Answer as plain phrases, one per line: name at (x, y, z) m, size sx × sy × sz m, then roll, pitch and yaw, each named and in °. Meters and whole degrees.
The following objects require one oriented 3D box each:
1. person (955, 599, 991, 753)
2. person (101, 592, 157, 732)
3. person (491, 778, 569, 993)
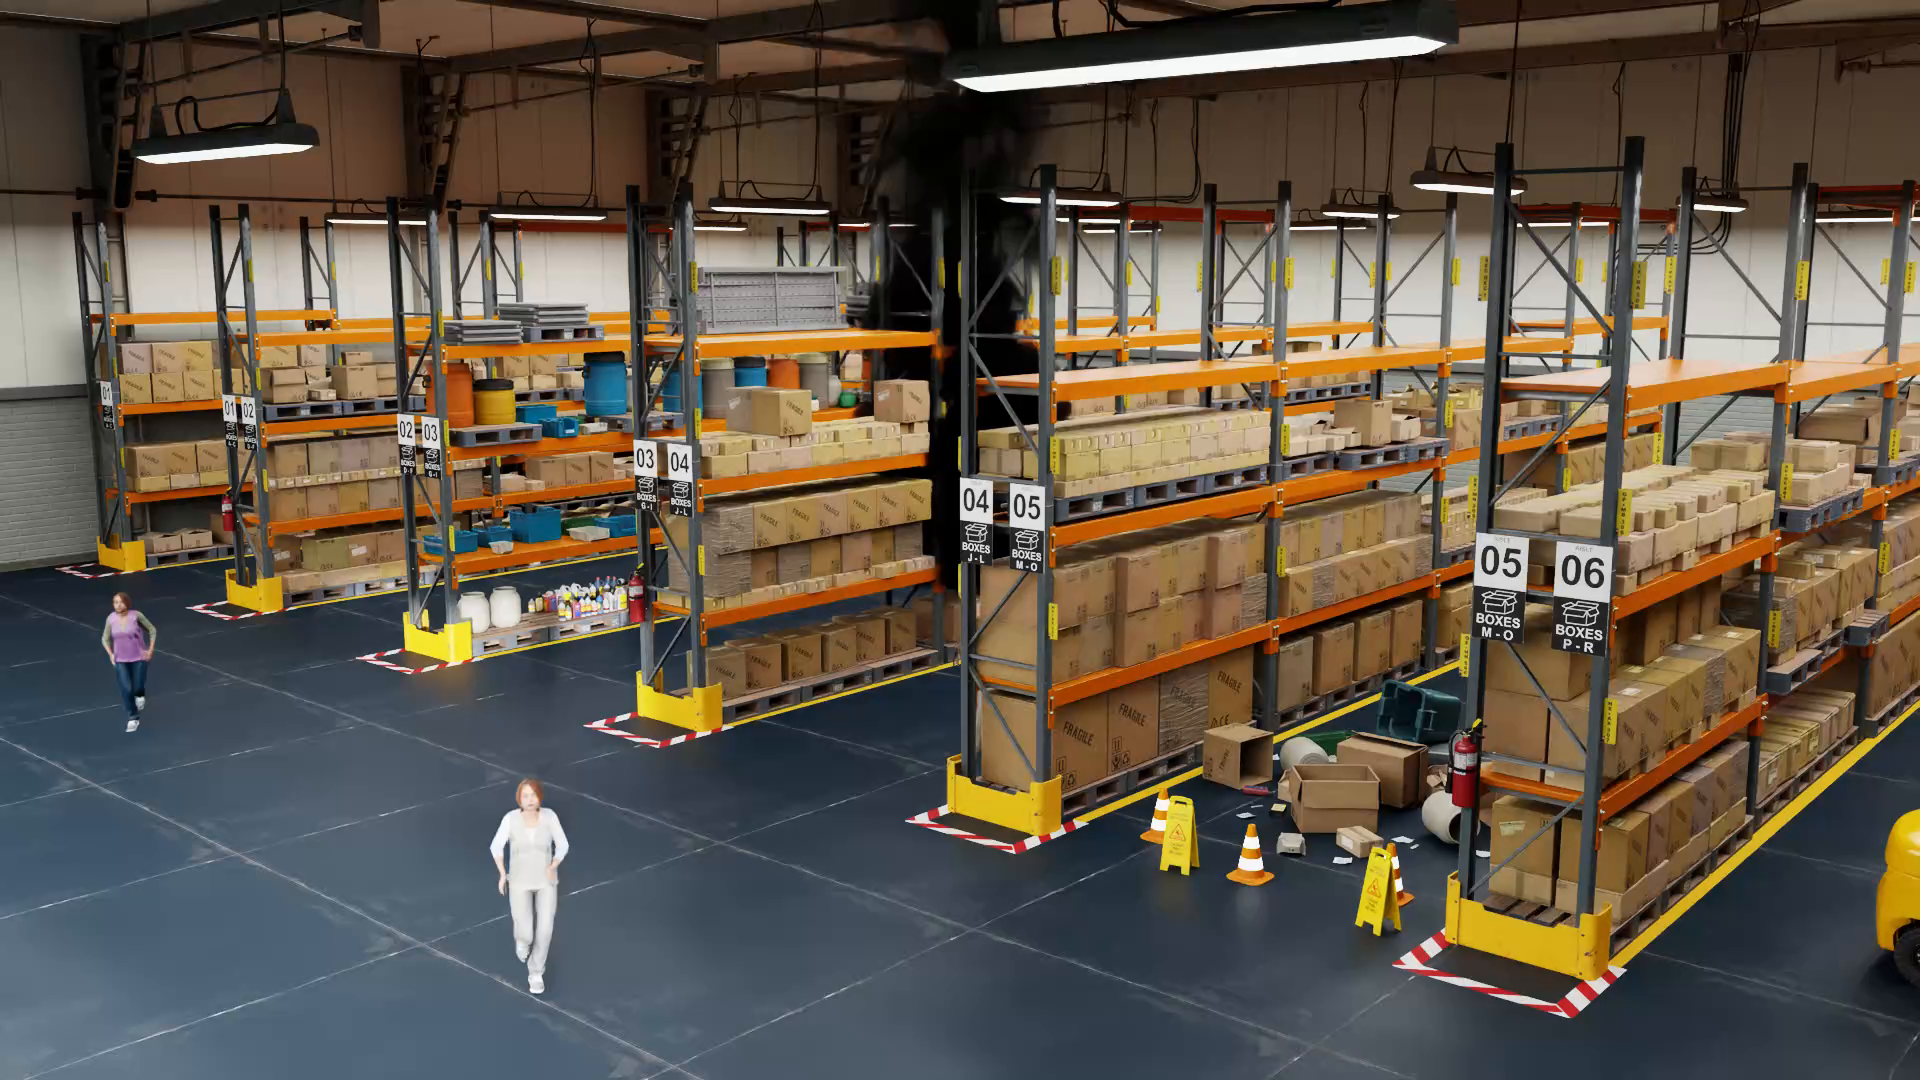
person at (0.232, 1.441, 17.639) m, size 0.568 × 1.672 × 0.922 m, roll 5°, pitch 11°, yaw 29°
person at (-9.271, 1.346, 18.602) m, size 0.554 × 1.560 × 0.610 m, roll -3°, pitch 10°, yaw -17°
person at (-3.058, 2.469, 11.887) m, size 0.536 × 1.536 × 0.545 m, roll -3°, pitch 10°, yaw -19°
